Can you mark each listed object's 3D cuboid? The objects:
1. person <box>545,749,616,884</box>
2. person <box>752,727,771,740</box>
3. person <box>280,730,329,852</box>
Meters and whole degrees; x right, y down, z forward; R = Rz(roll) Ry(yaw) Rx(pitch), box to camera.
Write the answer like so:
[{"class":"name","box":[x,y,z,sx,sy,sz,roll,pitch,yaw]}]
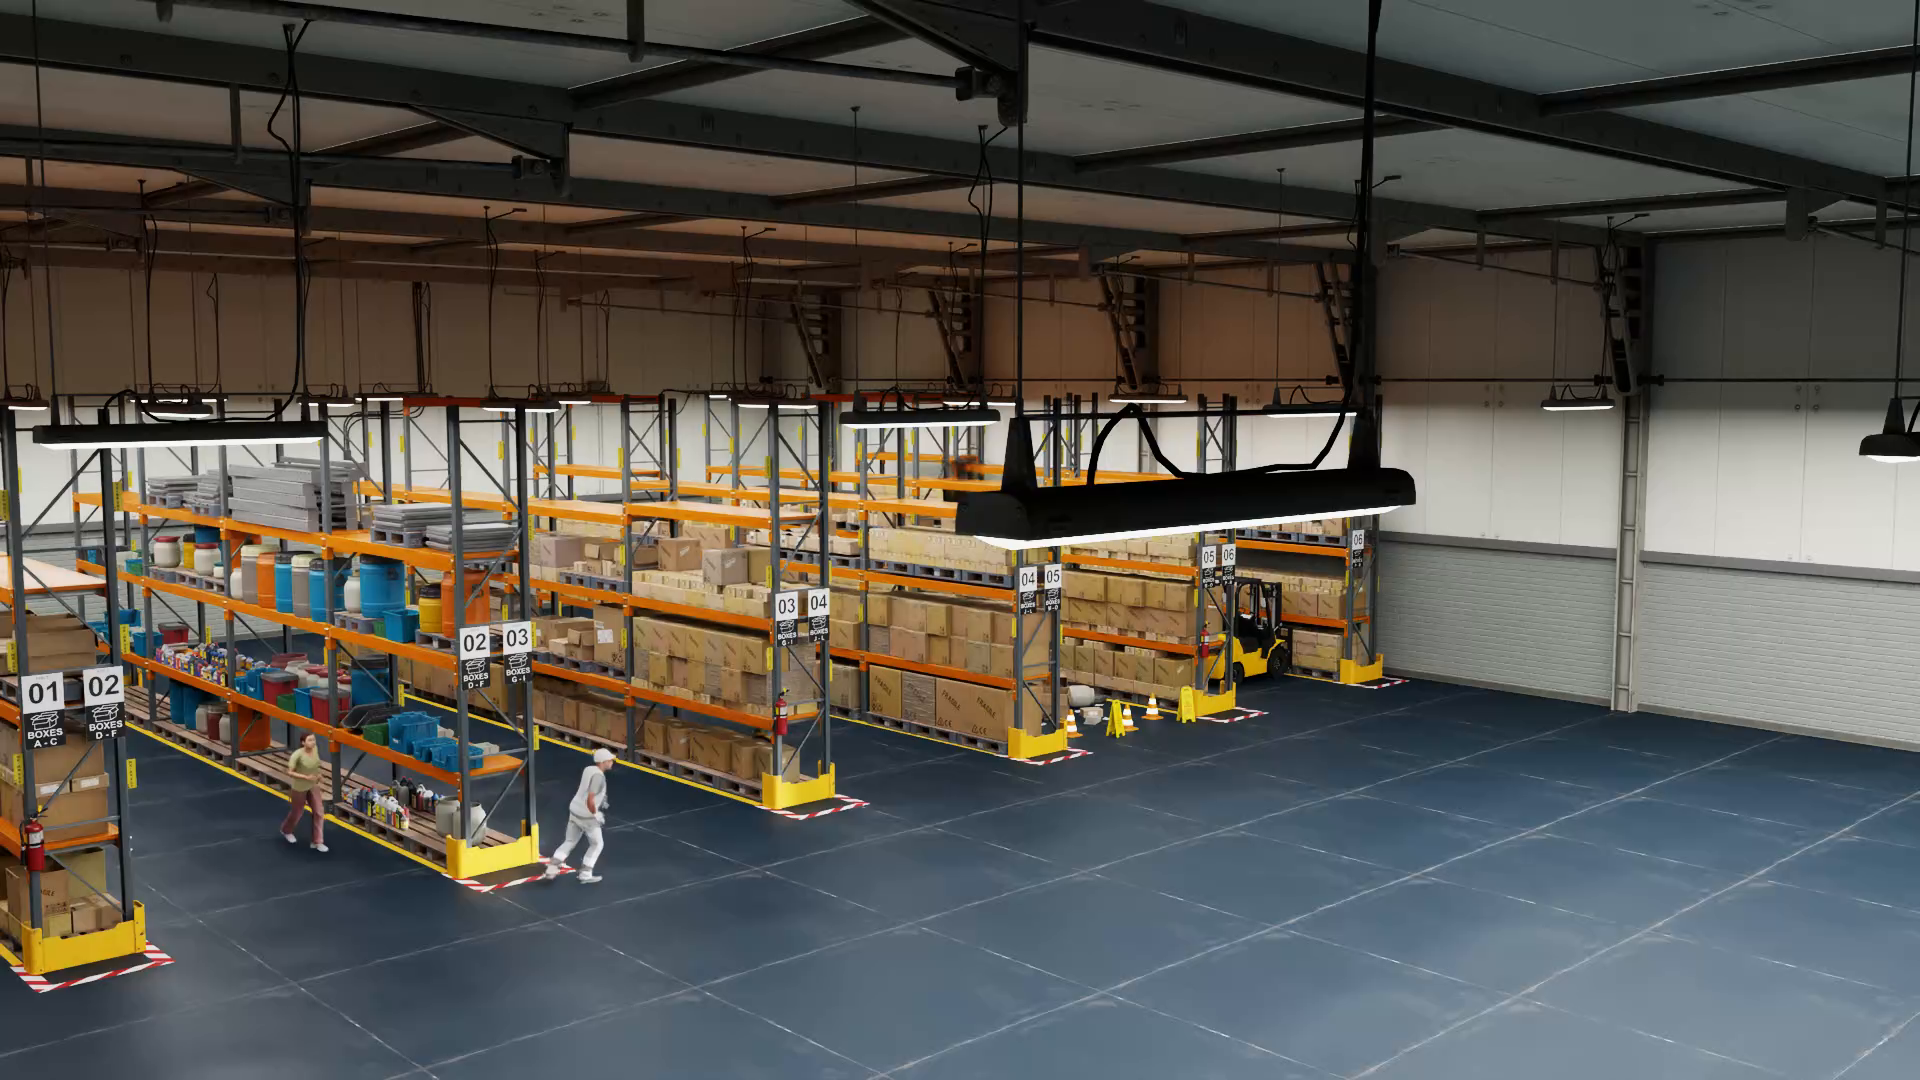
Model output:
[{"class":"person","box":[-4.759,3.474,20.882,0.880,1.698,0.685,-4,7,-35]},{"class":"person","box":[-3.259,2.695,29.234,0.838,1.723,0.682,0,6,-4]},{"class":"person","box":[-8.882,3.350,22.428,0.927,1.636,0.567,4,7,37]}]
